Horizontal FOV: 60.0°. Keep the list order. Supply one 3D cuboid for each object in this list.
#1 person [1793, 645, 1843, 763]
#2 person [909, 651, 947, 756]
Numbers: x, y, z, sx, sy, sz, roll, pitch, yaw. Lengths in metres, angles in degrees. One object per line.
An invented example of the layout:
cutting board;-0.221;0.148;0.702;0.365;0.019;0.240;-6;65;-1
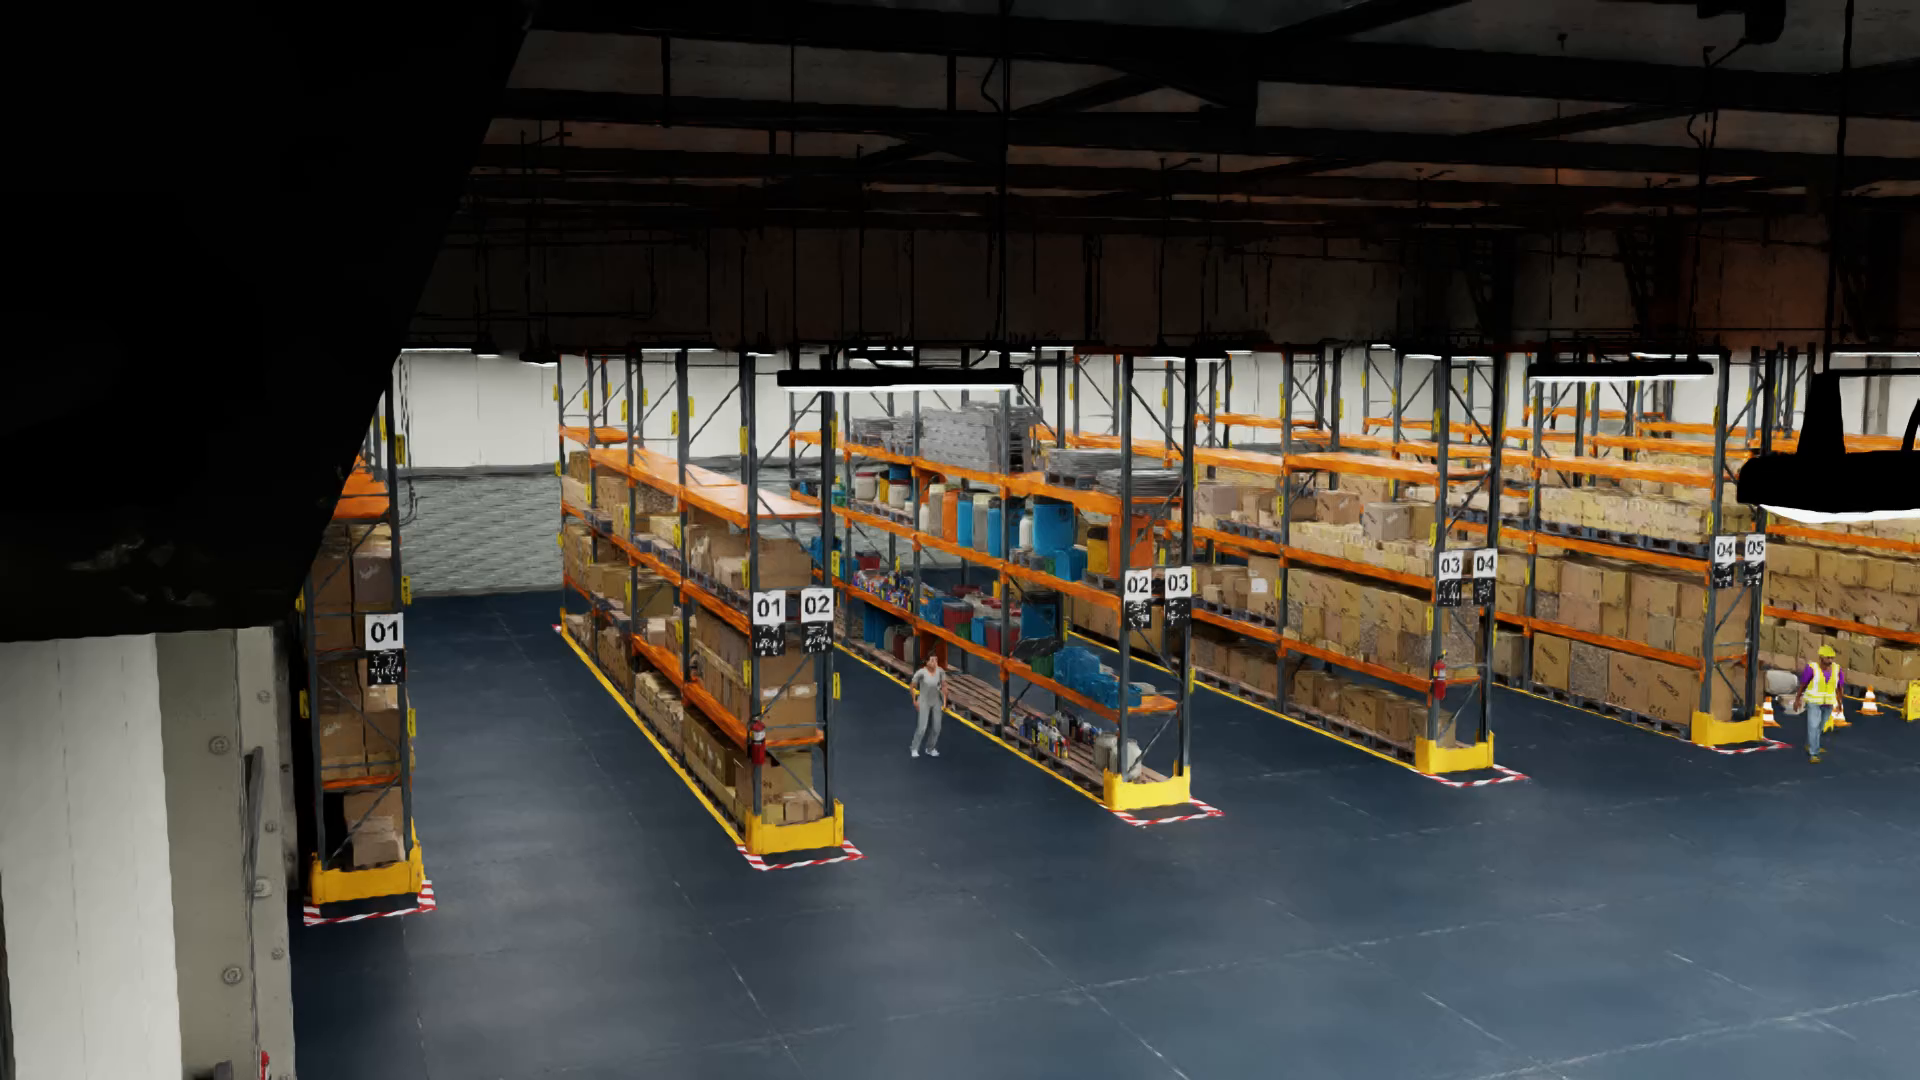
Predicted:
person;12.652;2.387;24.436;0.617;1.723;0.959;0;7;2
person;-0.469;2.419;24.605;0.580;1.619;0.507;-3;8;-23
